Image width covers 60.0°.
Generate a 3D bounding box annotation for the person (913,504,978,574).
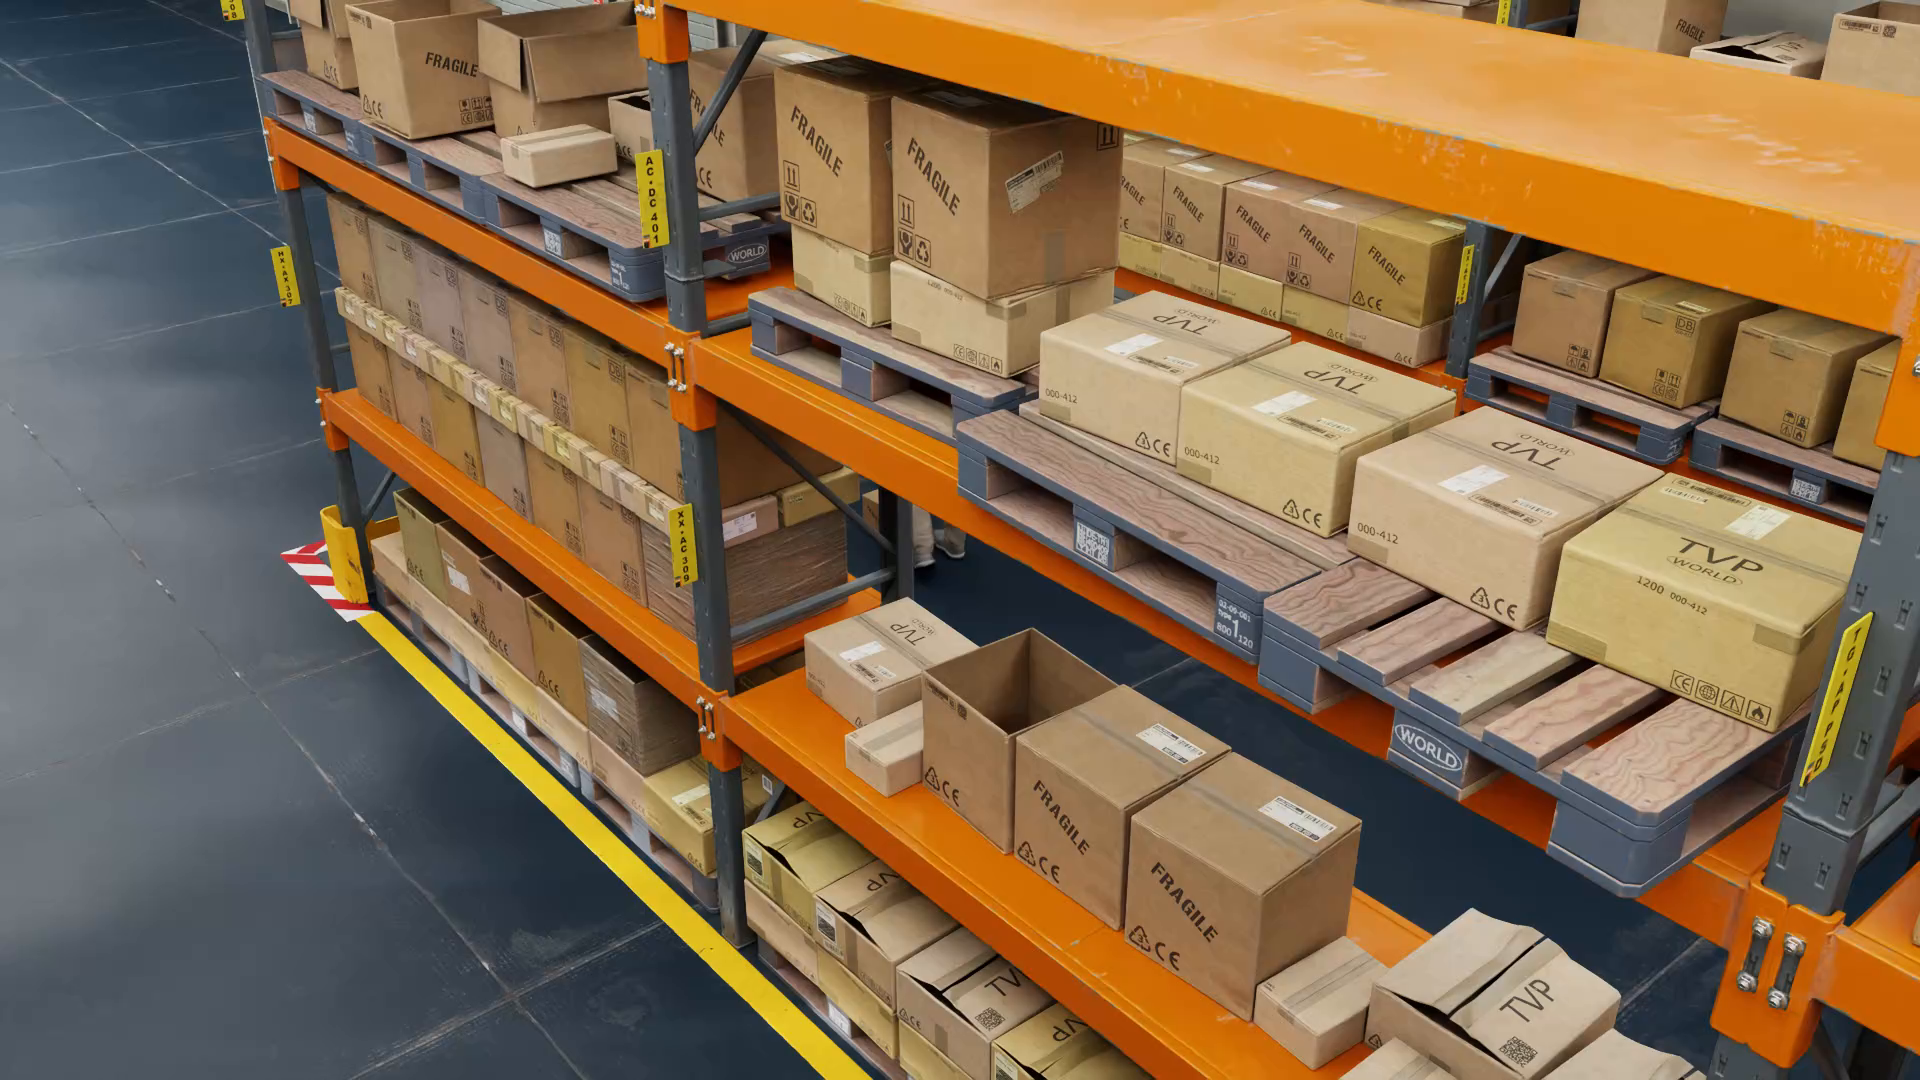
[{"bbox_3d":[-0.140,-0.639,9.852,0.527,1.724,0.361,-21,34,-34],"label":"person"}]
